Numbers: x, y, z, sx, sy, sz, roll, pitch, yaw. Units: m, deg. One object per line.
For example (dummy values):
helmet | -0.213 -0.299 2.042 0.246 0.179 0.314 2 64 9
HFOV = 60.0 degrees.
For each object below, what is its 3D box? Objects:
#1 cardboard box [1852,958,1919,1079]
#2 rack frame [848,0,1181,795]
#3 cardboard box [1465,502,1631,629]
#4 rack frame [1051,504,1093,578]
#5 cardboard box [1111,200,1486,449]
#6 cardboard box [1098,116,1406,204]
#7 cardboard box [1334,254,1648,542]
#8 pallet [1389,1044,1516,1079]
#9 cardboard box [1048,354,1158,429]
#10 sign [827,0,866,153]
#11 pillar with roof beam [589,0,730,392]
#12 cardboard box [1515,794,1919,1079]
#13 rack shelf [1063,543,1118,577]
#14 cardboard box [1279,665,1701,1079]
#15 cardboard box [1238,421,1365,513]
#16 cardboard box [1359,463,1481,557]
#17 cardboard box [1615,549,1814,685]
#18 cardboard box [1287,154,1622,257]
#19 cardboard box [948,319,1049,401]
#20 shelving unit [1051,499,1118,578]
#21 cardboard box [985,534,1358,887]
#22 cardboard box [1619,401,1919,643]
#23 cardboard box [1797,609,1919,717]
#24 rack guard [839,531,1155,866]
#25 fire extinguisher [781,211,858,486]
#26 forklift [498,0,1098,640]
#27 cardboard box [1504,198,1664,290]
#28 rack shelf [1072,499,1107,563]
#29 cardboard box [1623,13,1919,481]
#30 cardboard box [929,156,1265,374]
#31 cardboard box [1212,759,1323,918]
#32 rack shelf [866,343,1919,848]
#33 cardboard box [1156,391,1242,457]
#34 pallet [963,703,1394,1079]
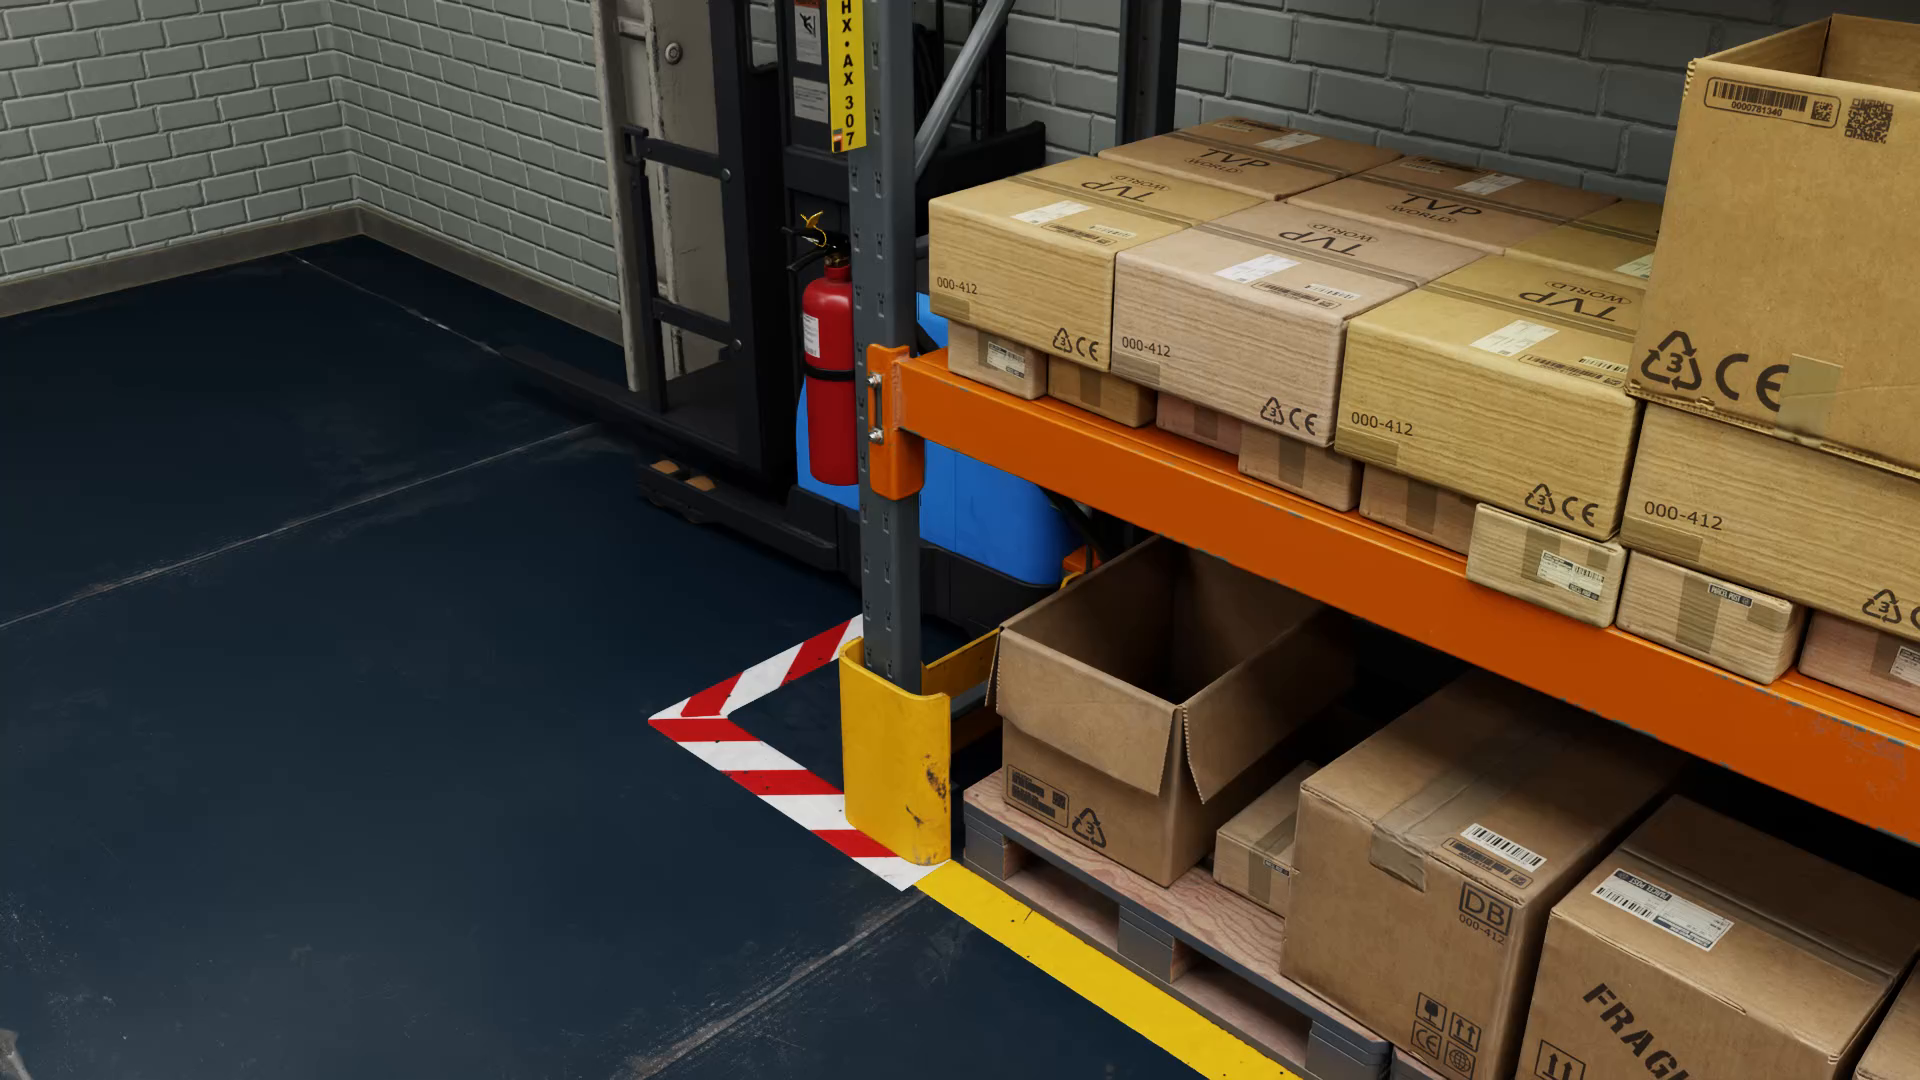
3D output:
cardboard box | 1.841 1.014 2.834 0.500 0.500 0.700 23 35 37
rack frame | 0.149 -0.768 3.988 0.127 3.000 1.000 25 36 38
cardboard box | 1.075 -0.022 2.839 0.250 0.149 0.380 23 36 37
rack frame | 0.291 -0.082 4.694 0.200 1.050 0.008 25 44 31
cardboard box | 0.643 -0.432 3.189 0.500 0.250 0.500 -25 37 -39
cardboard box | 0.663 -0.772 3.836 0.500 0.250 0.500 -24 36 -38
cardboard box | 1.007 -0.267 2.877 0.500 0.250 0.500 24 36 37
pallet | 1.638 1.149 3.339 1.213 0.211 1.003 25 36 38
cardboard box | 0.405 -0.391 3.541 0.380 0.149 0.250 -24 36 -38
sign | -0.231 -0.971 3.444 0.005 0.325 0.100 25 36 38
pillar with roof beam | -4.160 -3.174 2.117 0.400 9.000 9.100 25 36 38
cardboard box | 1.408 0.881 3.087 0.500 0.500 0.500 -24 36 -38
rack shelf | 0.377 0.092 4.941 0.215 0.259 0.240 25 44 31
cardboard box | 1.101 0.675 3.478 0.700 0.500 0.500 -24 36 -37
cardboard box | 0.754 -0.214 3.204 0.380 0.149 0.250 -24 36 -38
cardboard box | 0.947 -0.129 3.043 0.380 0.149 0.250 -25 36 -38
cardboard box | 1.277 0.057 2.688 0.380 0.149 0.250 -24 36 -38
cardboard box | 1.030 -0.603 3.515 0.500 0.250 0.500 25 36 39
cardboard box | 0.191 -0.459 3.669 0.250 0.149 0.380 24 36 38
shelving unit | 0.368 -0.140 4.769 0.215 1.050 0.252 25 44 31
cardboard box | 0.519 0.382 4.032 0.637 0.503 0.797 23 35 37
cardboard box | 1.387 -0.108 2.573 0.500 0.250 0.500 23 36 37
cardboard box | 1.509 0.118 2.572 0.250 0.149 0.380 24 36 38
rack guard | 0.203 0.363 4.523 0.348 0.500 1.175 25 36 38
fire extinguisher | -0.280 -0.464 3.892 0.183 0.674 0.296 25 36 38
forklift | -0.524 -1.516 5.484 3.031 2.935 1.130 23 35 36
cardboard box | 1.380 -0.440 3.205 0.500 0.250 0.500 -24 36 -38
rack shelf | 0.368 -0.132 4.775 0.215 0.259 0.240 25 44 31
cardboard box | 1.353 -0.439 2.397 0.500 0.500 0.500 -24 36 -38
cardboard box | 0.284 -0.596 3.502 0.500 0.250 0.500 25 37 39
cardboard box | 0.794 0.690 3.826 0.250 0.149 0.380 23 35 37
rack shelf | 1.575 0.203 2.914 4.000 0.370 1.077 25 36 38
cardboard box | 0.617 -0.317 3.400 0.250 0.149 0.380 24 36 38
pallet | 0.772 0.751 4.096 1.213 0.211 1.003 25 36 38
